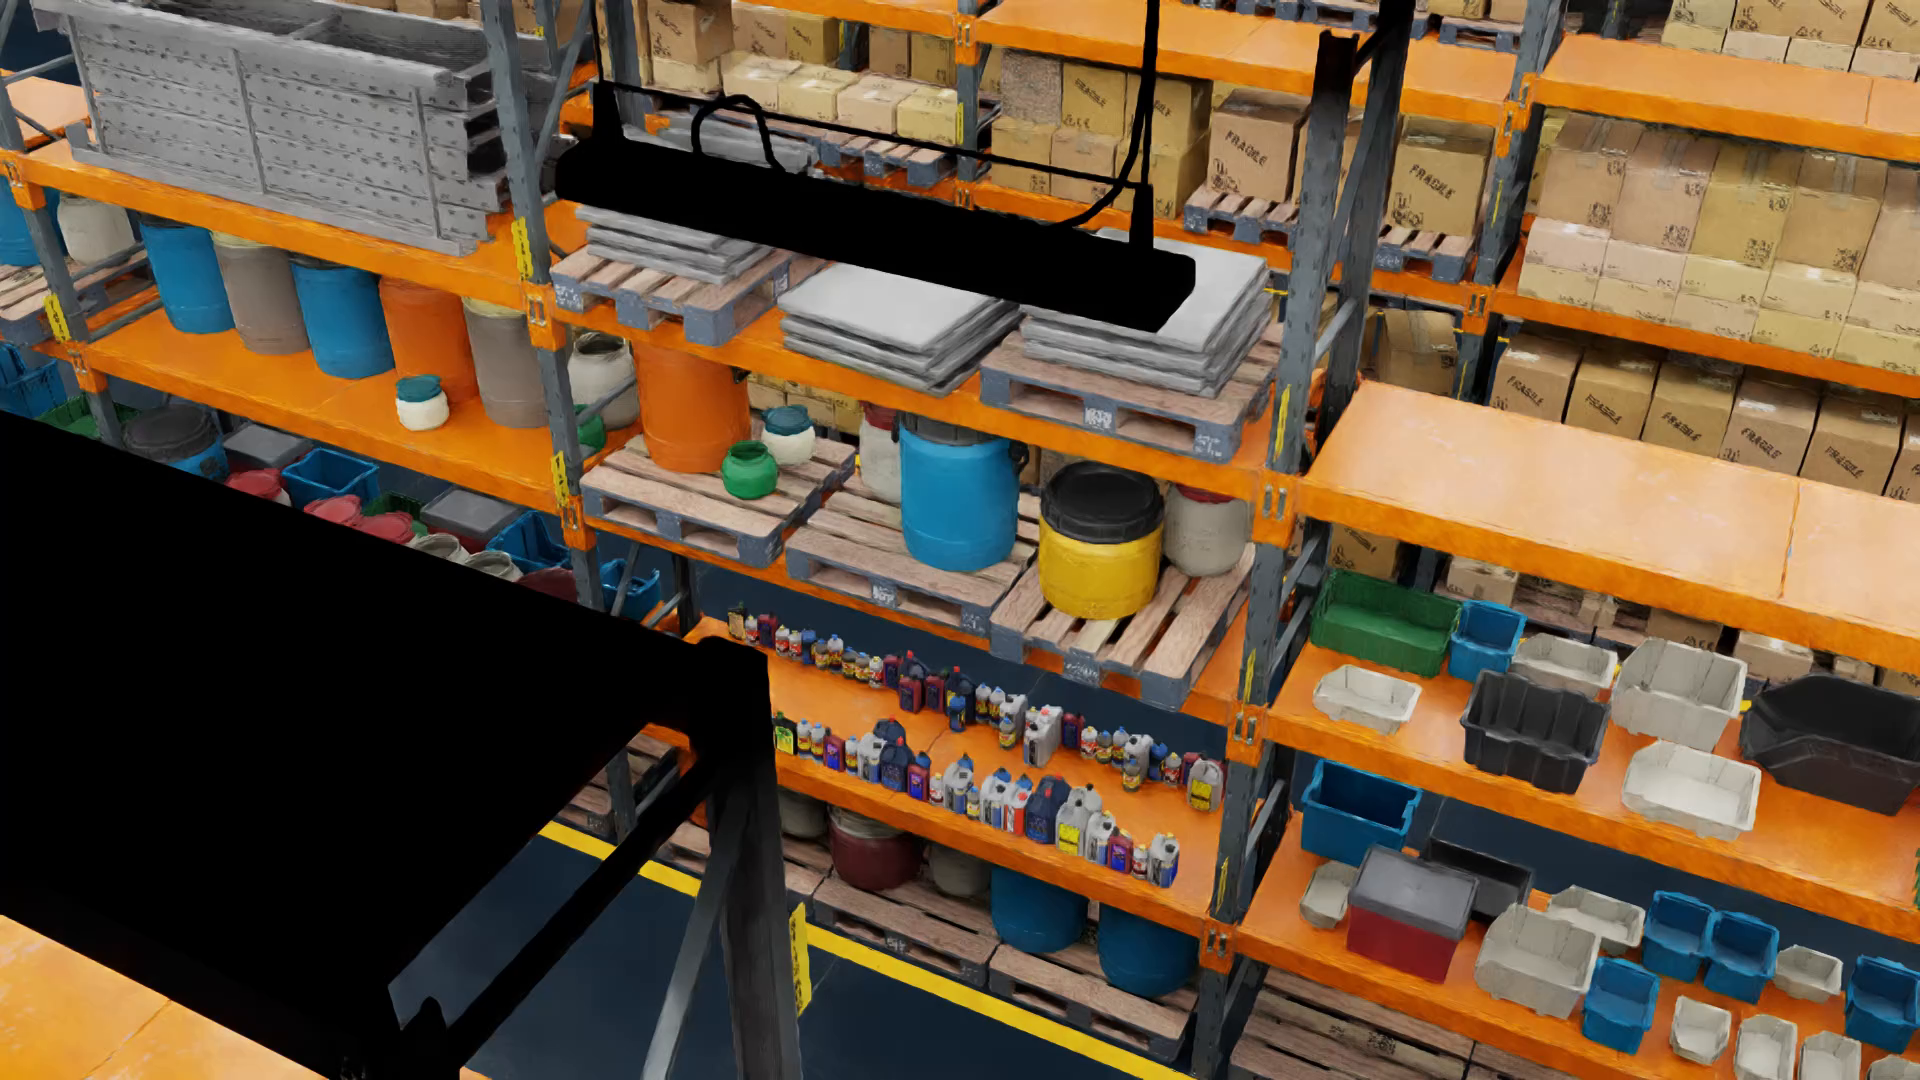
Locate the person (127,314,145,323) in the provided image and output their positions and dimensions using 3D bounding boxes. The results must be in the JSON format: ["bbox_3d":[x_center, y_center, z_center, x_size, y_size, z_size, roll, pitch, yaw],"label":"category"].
[{"bbox_3d":[-8.769,-3.000,16.724,1.066,1.588,0.489,15,38,20],"label":"person"}]
